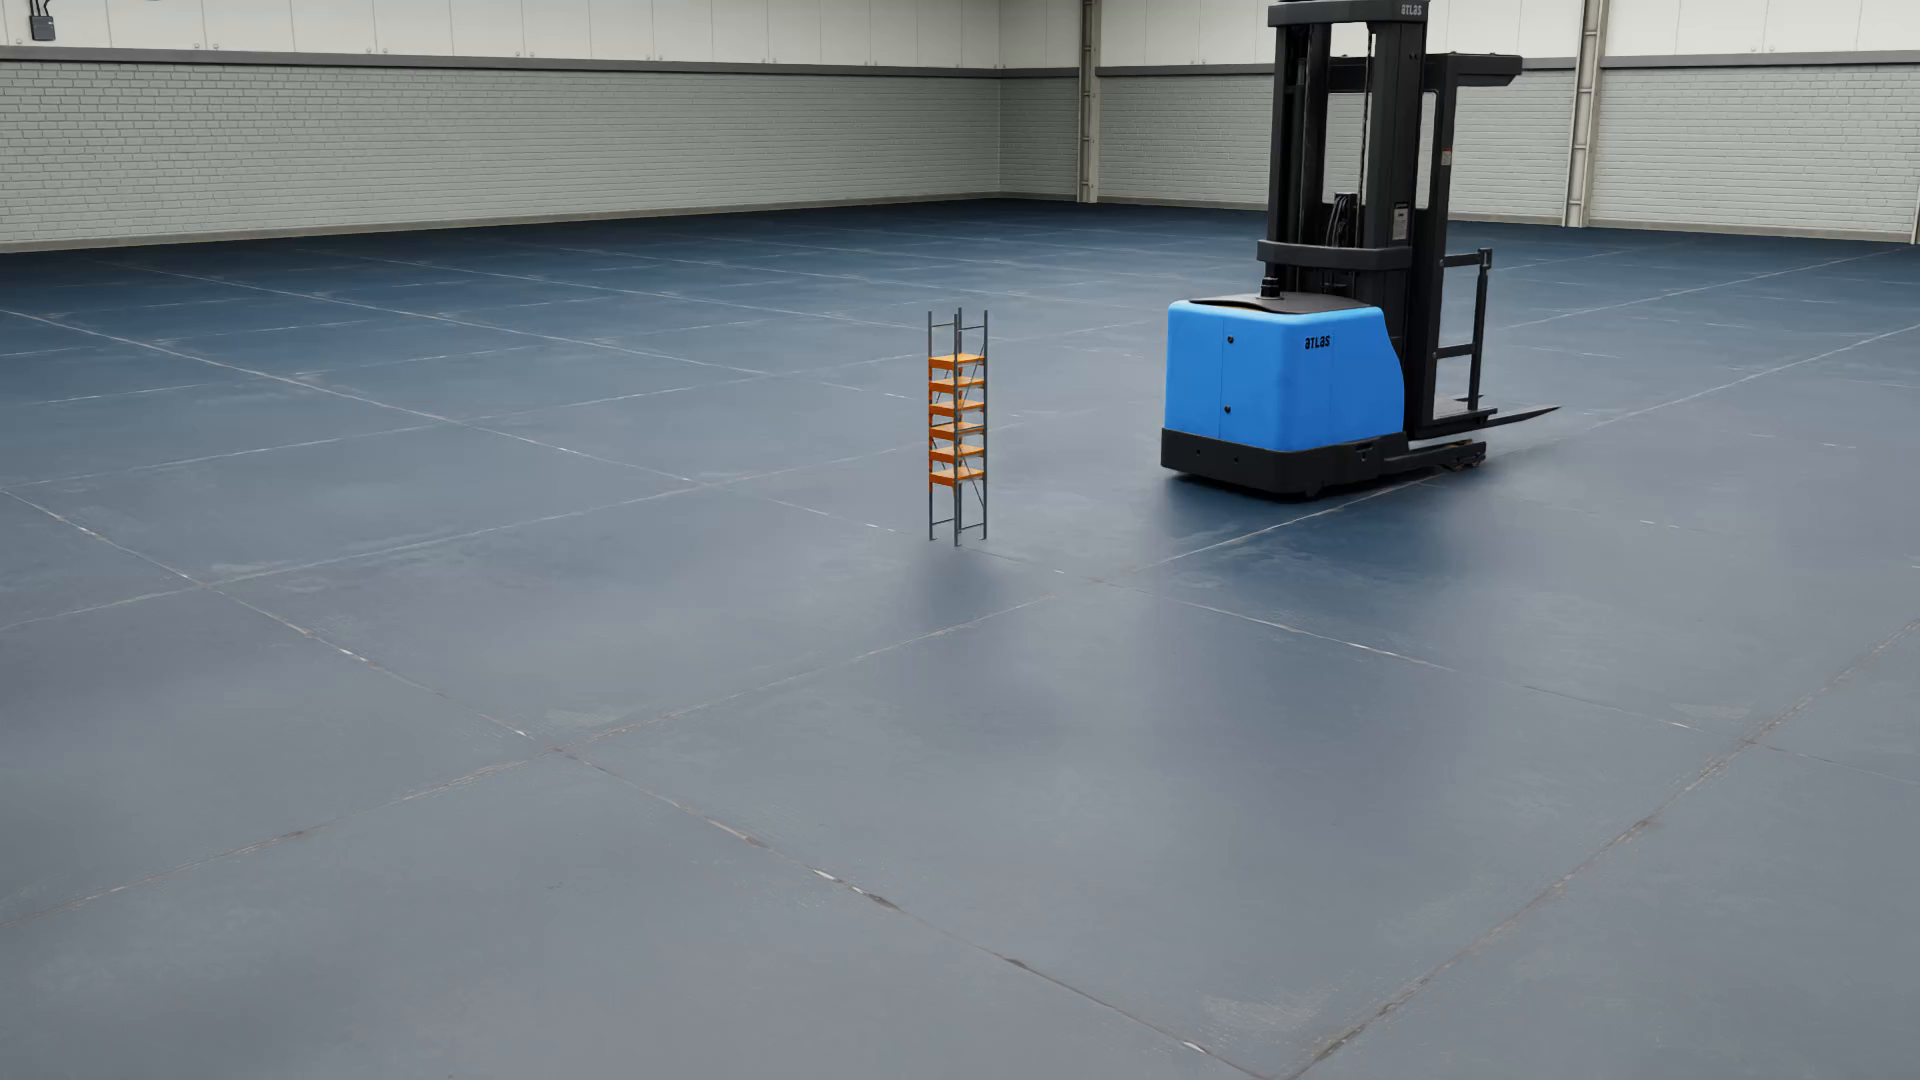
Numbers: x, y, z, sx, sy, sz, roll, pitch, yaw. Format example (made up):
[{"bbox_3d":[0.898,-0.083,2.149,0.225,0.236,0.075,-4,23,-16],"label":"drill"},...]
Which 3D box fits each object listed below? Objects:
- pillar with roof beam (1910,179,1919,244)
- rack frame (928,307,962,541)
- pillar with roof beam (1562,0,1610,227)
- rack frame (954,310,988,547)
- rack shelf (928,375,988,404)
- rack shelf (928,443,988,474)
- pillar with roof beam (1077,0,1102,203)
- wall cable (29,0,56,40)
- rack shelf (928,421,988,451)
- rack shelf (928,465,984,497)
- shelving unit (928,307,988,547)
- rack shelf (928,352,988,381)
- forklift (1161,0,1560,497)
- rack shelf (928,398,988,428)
[{"bbox_3d":[13.002,-8.470,23.385,0.400,9.000,9.100,14,20,42],"label":"pillar with roof beam"},{"bbox_3d":[-0.076,-0.599,8.643,0.006,1.200,0.240,14,20,42],"label":"rack frame"},{"bbox_3d":[8.682,-9.521,27.415,0.400,9.000,9.100,14,20,42],"label":"pillar with roof beam"},{"bbox_3d":[0.055,-0.567,8.520,0.006,1.200,0.240,14,20,42],"label":"rack frame"},{"bbox_3d":[-0.010,-0.772,8.533,0.180,0.103,0.258,14,20,42],"label":"rack shelf"},{"bbox_3d":[-0.010,-0.424,8.623,0.180,0.103,0.258,14,20,42],"label":"rack shelf"},{"bbox_3d":[0.044,-11.621,35.475,0.400,9.000,9.100,14,20,42],"label":"pillar with roof beam"},{"bbox_3d":[-13.434,-10.806,25.605,0.169,6.003,2.305,14,20,42],"label":"wall cable"},{"bbox_3d":[-0.010,-0.540,8.593,0.180,0.103,0.258,14,20,42],"label":"rack shelf"},{"bbox_3d":[-0.010,-0.308,8.654,0.180,0.103,0.258,14,20,42],"label":"rack shelf"},{"bbox_3d":[-0.010,-0.583,8.582,0.189,1.200,0.258,14,20,42],"label":"shelving unit"},{"bbox_3d":[-0.010,-0.889,8.502,0.180,0.103,0.258,14,20,42],"label":"rack shelf"},{"bbox_3d":[2.700,-1.942,10.363,3.031,2.935,1.130,-11,18,-37],"label":"forklift"},{"bbox_3d":[-0.010,-0.656,8.563,0.180,0.103,0.258,14,20,42],"label":"rack shelf"}]
